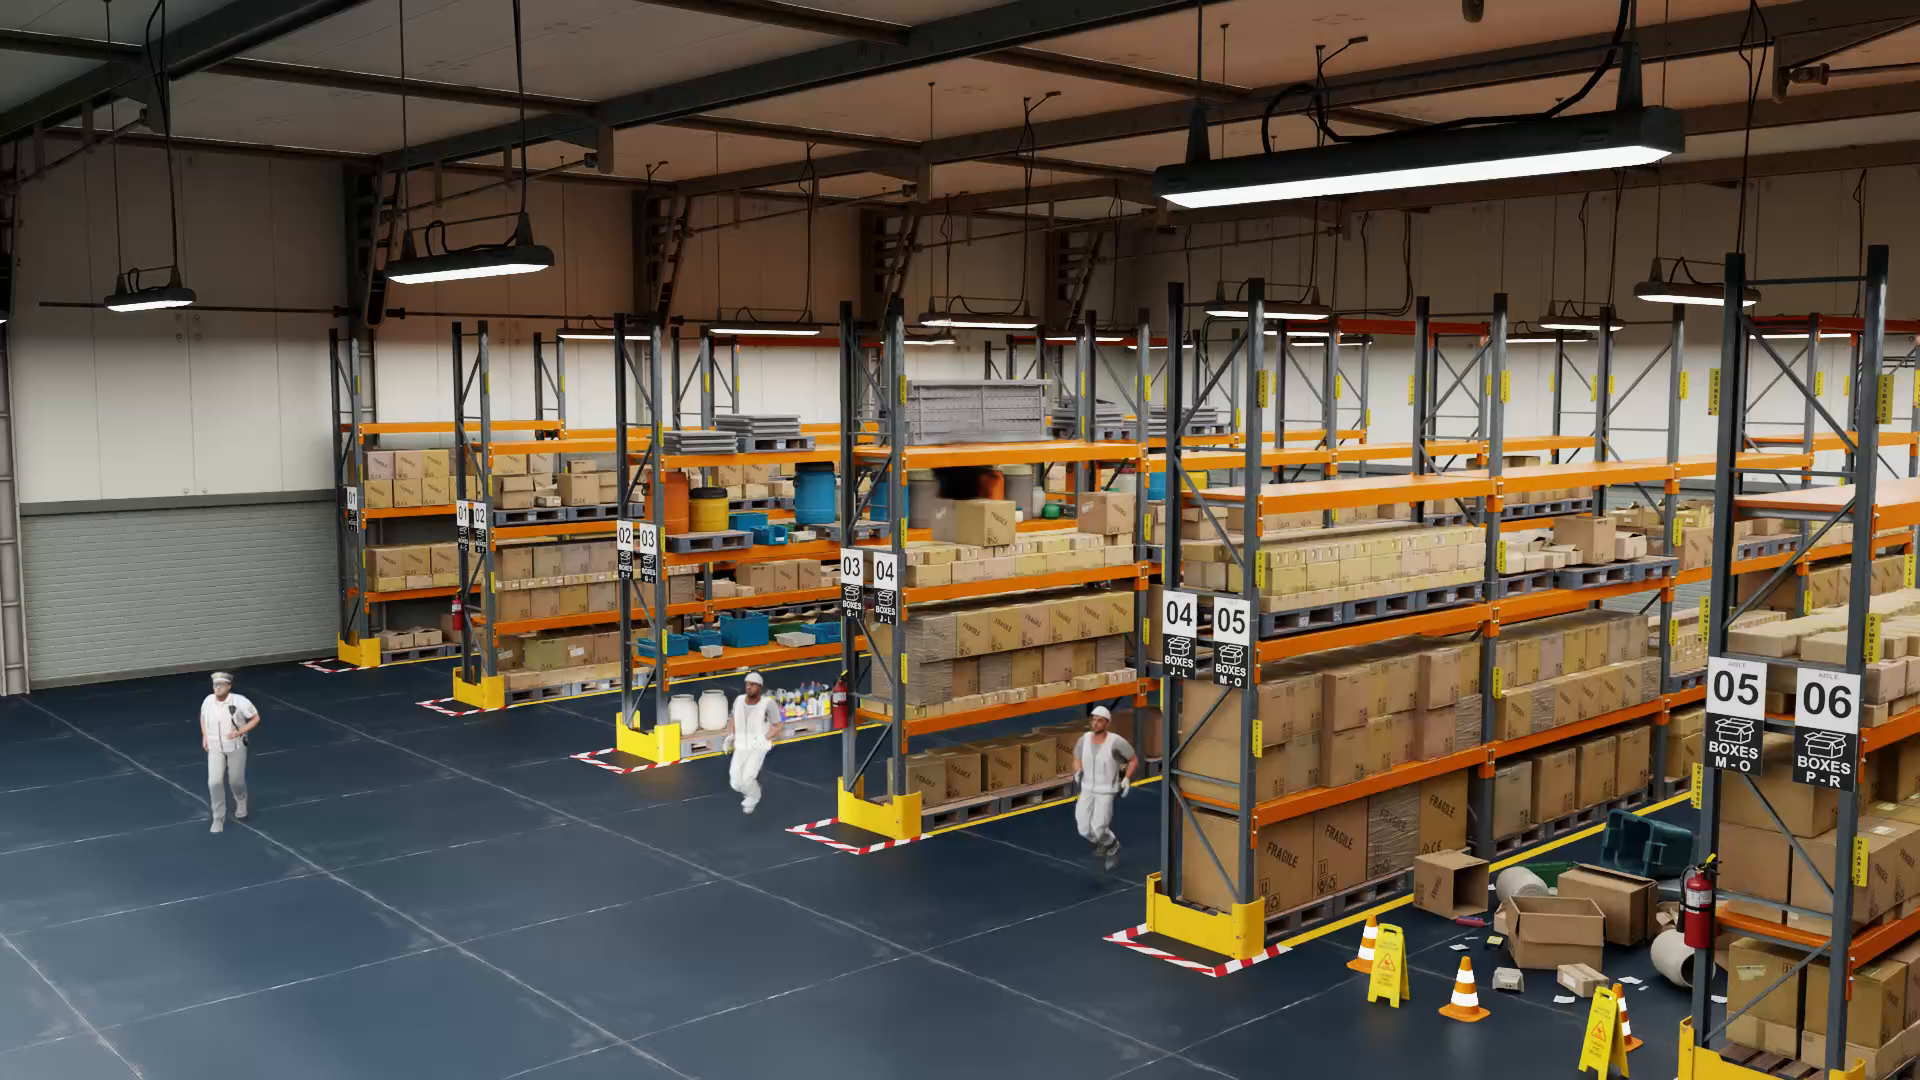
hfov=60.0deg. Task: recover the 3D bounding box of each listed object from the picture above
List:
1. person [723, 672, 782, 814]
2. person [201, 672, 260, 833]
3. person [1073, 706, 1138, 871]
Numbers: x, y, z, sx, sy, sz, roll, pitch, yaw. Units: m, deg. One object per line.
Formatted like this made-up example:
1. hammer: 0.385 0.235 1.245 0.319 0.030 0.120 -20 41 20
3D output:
1. person: -2.372 2.343 18.888 0.680 1.680 0.632 2 6 19
2. person: -8.390 2.409 19.138 0.688 1.858 0.761 -1 6 -7
3. person: 1.395 2.535 16.821 0.642 1.704 0.585 4 7 32
